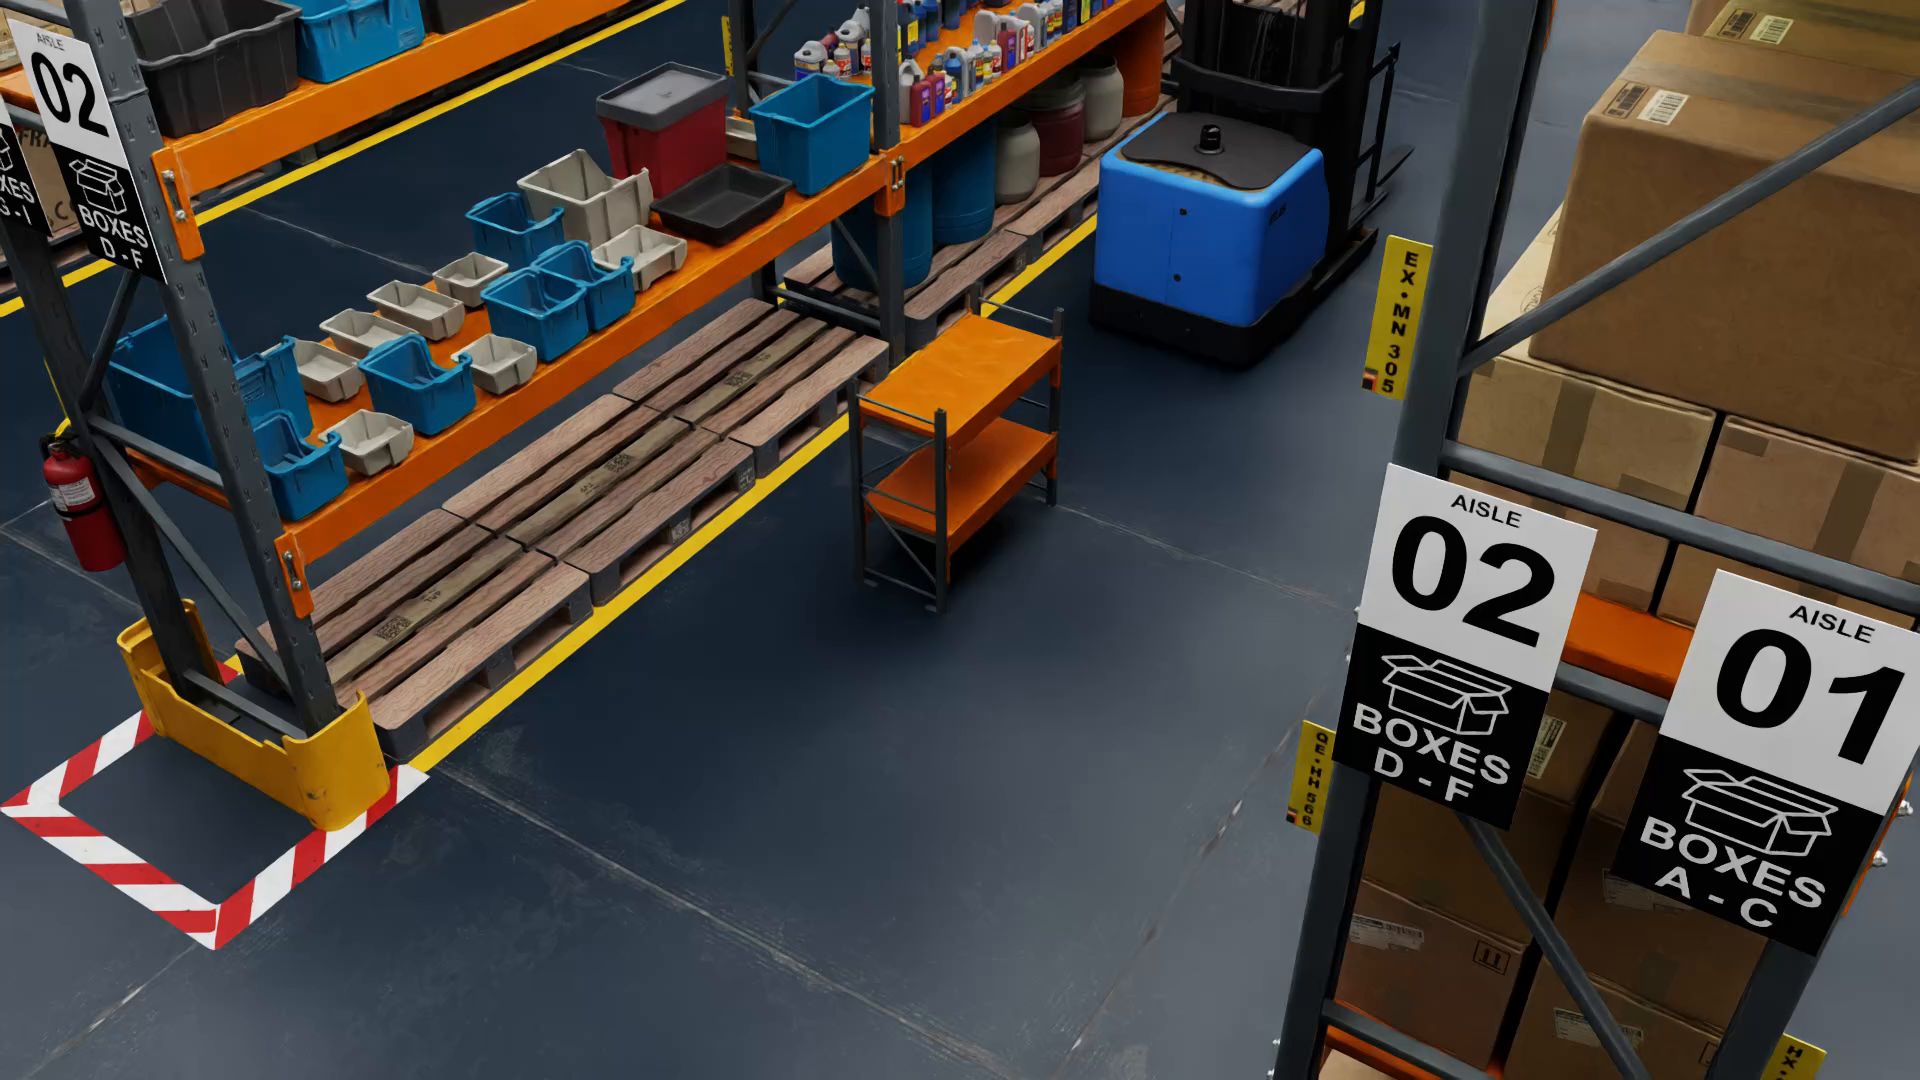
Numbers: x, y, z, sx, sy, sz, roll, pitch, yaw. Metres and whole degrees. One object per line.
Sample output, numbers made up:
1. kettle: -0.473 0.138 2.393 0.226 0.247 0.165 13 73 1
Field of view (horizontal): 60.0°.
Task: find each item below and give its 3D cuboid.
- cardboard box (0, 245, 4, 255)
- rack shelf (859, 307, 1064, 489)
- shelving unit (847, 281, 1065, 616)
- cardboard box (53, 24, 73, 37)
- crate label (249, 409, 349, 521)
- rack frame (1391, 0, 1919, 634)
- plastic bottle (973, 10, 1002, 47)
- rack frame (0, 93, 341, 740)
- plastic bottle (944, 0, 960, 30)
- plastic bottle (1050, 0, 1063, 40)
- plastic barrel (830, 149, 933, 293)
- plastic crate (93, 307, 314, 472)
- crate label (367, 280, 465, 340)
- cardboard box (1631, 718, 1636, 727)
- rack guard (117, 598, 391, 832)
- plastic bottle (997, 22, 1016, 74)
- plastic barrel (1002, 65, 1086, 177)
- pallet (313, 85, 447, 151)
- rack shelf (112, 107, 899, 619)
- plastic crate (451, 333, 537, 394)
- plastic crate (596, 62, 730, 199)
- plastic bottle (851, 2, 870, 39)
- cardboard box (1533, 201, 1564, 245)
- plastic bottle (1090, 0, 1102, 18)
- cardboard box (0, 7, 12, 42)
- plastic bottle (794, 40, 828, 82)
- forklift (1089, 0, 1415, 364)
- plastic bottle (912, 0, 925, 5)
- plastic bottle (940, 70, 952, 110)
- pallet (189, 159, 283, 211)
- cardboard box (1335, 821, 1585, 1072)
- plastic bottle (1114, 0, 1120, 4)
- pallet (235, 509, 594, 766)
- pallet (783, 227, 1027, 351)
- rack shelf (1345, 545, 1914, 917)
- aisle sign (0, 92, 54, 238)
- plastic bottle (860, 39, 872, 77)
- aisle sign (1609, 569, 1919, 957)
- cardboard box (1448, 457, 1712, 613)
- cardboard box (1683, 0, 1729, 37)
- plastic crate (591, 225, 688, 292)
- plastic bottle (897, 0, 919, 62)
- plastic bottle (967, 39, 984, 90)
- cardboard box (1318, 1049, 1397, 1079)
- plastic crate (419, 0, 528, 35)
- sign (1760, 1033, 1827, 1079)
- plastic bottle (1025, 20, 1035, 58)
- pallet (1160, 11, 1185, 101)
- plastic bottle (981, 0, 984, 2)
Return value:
1. cardboard box: -6.328 -2.067 9.810 0.875 0.875 0.875 21 42 25
2. rack shelf: -0.004 -0.674 7.663 0.538 0.278 1.000 21 42 25
3. shelving unit: -0.004 -0.442 7.842 0.538 1.125 1.048 21 42 25
4. cardboard box: -5.386 -3.085 9.940 0.380 0.149 0.250 22 43 26
5. crate label: -2.499 -0.274 6.176 0.416 0.233 0.303 21 42 25
6. rack frame: 1.272 -1.051 2.182 1.000 3.000 0.127 21 42 25
7. plastic bottle: 0.172 -2.951 9.662 0.152 0.276 0.135 21 42 25
8. rack frame: -2.909 -0.297 6.118 1.000 3.000 0.127 21 42 25
9. plastic bottle: -0.050 -3.223 10.019 0.097 0.271 0.097 0 38 0
10. plastic bottle: 0.562 -3.120 9.885 0.097 0.271 0.097 0 38 0
11. plastic barrel: -0.460 -1.969 9.662 0.600 0.901 0.708 21 42 25
12. plastic crate: -2.887 -0.568 6.392 0.616 0.435 0.499 21 42 25
13. crate label: -2.329 -0.992 7.186 0.396 0.136 0.243 21 42 25
14. cardboard box: 2.006 0.475 4.215 0.500 0.500 0.500 22 43 26
15. rack guard: -2.911 0.710 6.859 1.175 0.500 0.348 21 42 25
16. plastic bottle: 0.267 -2.820 9.486 0.061 0.283 0.133 21 42 25
17. plastic barrel: 0.524 -2.792 10.986 0.600 0.588 0.708 21 42 25
18. pallet: -4.598 -3.297 12.294 1.003 0.211 1.213 21 42 25
19. rack shelf: -1.837 -1.043 7.675 1.077 0.370 4.000 21 42 25
20. plastic crate: -1.893 -0.724 6.838 0.250 0.136 0.298 21 42 25
21. plastic crate: -1.456 -2.030 8.264 0.402 0.464 0.583 21 42 25
22. plastic bottle: -0.550 -2.920 9.561 0.144 0.351 0.185 21 42 25
23. cardboard box: 1.599 -0.607 3.777 0.500 0.250 0.500 21 42 25
24. plastic bottle: 0.788 -3.396 10.178 0.144 0.351 0.185 21 42 25
25. cardboard box: -5.786 -2.933 9.417 0.500 0.250 0.500 20 42 24
26. plastic bottle: -0.828 -2.619 9.231 0.152 0.276 0.135 21 42 25
27. forklift: 1.987 -3.016 9.701 1.130 2.935 3.031 22 43 26
28. plastic bottle: -0.290 -3.136 9.903 0.152 0.276 0.135 21 42 25
29. plastic bottle: -0.091 -2.464 9.092 0.097 0.201 0.097 0 38 0
30. pallet: -5.421 -2.508 11.270 1.003 0.211 1.213 21 42 25
31. cardboard box: 1.282 0.966 4.398 0.500 0.500 0.500 23 43 26
32. plastic bottle: 0.955 -3.471 10.397 0.097 0.201 0.097 0 38 0
33. pallet: -2.434 0.395 7.504 1.003 0.211 1.213 21 42 25
34. pallet: -0.317 -1.639 10.142 1.003 0.211 1.213 21 42 25
35. rack shelf: 2.343 -0.609 4.655 1.077 0.370 4.000 21 42 25
36. aisle sign: -3.195 -1.385 5.400 0.394 0.787 0.004 21 42 25
37. plastic bottle: -0.517 -2.746 9.458 0.097 0.201 0.097 0 38 0
38. aisle sign: 1.483 0.427 3.049 0.394 0.787 0.004 21 42 25
39. cardboard box: 1.324 -0.154 3.599 0.500 0.250 0.500 21 42 25
40. cardboard box: 2.050 -1.091 3.791 0.700 0.500 0.500 21 42 25
41. plastic crate: -1.445 -1.282 7.563 0.293 0.136 0.466 21 42 25
42. plastic bottle: -0.329 -2.968 9.624 0.144 0.351 0.185 21 42 25
43. plastic bottle: 0.085 -2.661 9.290 0.097 0.271 0.097 0 38 0
44. cardboard box: 1.355 1.780 5.110 0.500 0.500 0.500 21 42 25
45. plastic crate: -1.858 -2.158 6.126 0.504 0.338 0.767 21 42 25
46. sign: 1.730 1.160 3.519 0.100 0.325 0.005 21 42 25
47. plastic bottle: 0.385 -2.922 9.686 0.097 0.201 0.097 0 38 0
48. pallet: 1.825 -3.703 12.821 1.003 0.211 1.213 21 42 25
49. plastic bottle: 0.129 -3.540 10.426 0.152 0.276 0.135 21 42 25
